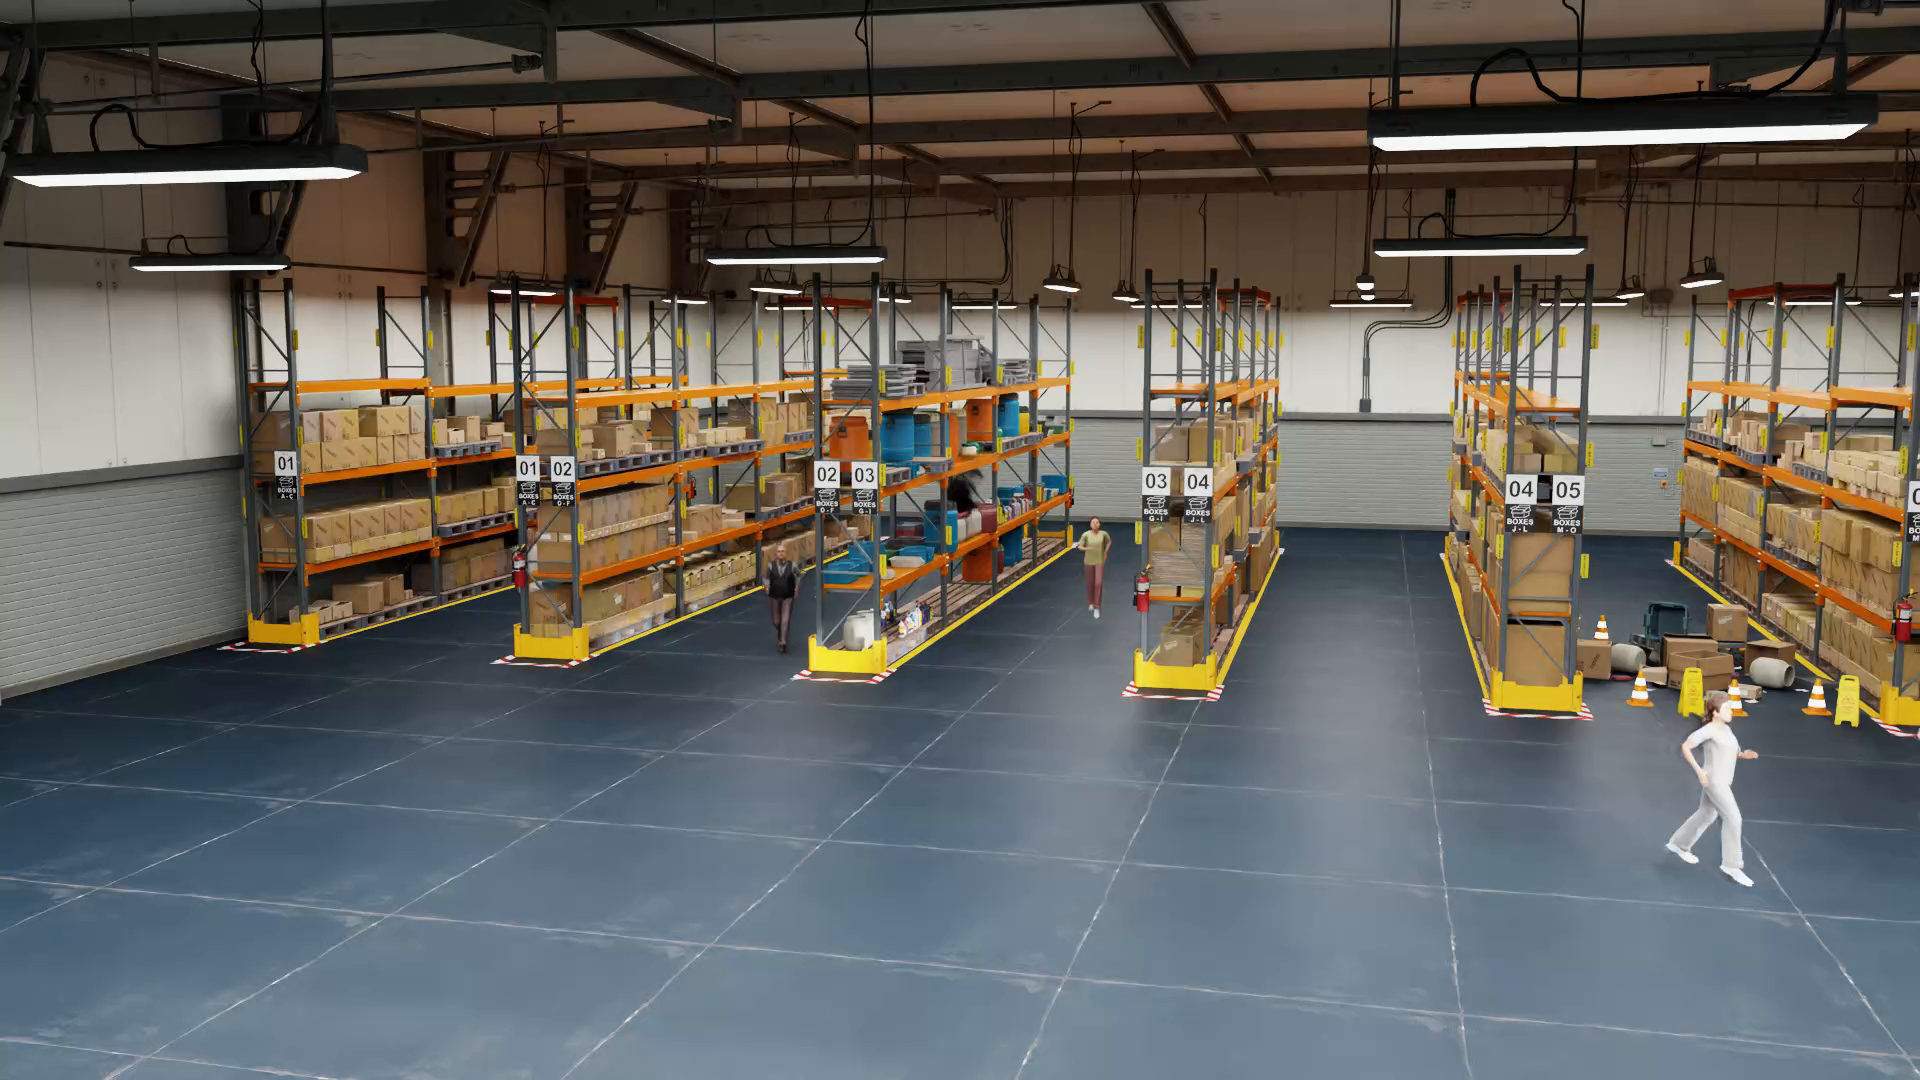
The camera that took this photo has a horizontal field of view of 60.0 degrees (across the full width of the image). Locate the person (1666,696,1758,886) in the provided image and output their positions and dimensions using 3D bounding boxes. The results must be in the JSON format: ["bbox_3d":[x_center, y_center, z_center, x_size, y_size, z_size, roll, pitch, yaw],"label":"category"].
[{"bbox_3d":[7.054,2.312,15.569,0.830,1.696,0.541,6,9,41],"label":"person"}]

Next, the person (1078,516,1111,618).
[{"bbox_3d":[2.310,0.440,28.579,0.575,1.717,0.761,0,7,4],"label":"person"}]

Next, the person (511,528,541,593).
[{"bbox_3d":[-7.422,0.703,28.644,0.688,1.813,0.733,1,7,11],"label":"person"}]

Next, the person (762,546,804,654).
[{"bbox_3d":[-2.875,0.944,26.963,0.664,1.707,0.845,0,7,1],"label":"person"}]
